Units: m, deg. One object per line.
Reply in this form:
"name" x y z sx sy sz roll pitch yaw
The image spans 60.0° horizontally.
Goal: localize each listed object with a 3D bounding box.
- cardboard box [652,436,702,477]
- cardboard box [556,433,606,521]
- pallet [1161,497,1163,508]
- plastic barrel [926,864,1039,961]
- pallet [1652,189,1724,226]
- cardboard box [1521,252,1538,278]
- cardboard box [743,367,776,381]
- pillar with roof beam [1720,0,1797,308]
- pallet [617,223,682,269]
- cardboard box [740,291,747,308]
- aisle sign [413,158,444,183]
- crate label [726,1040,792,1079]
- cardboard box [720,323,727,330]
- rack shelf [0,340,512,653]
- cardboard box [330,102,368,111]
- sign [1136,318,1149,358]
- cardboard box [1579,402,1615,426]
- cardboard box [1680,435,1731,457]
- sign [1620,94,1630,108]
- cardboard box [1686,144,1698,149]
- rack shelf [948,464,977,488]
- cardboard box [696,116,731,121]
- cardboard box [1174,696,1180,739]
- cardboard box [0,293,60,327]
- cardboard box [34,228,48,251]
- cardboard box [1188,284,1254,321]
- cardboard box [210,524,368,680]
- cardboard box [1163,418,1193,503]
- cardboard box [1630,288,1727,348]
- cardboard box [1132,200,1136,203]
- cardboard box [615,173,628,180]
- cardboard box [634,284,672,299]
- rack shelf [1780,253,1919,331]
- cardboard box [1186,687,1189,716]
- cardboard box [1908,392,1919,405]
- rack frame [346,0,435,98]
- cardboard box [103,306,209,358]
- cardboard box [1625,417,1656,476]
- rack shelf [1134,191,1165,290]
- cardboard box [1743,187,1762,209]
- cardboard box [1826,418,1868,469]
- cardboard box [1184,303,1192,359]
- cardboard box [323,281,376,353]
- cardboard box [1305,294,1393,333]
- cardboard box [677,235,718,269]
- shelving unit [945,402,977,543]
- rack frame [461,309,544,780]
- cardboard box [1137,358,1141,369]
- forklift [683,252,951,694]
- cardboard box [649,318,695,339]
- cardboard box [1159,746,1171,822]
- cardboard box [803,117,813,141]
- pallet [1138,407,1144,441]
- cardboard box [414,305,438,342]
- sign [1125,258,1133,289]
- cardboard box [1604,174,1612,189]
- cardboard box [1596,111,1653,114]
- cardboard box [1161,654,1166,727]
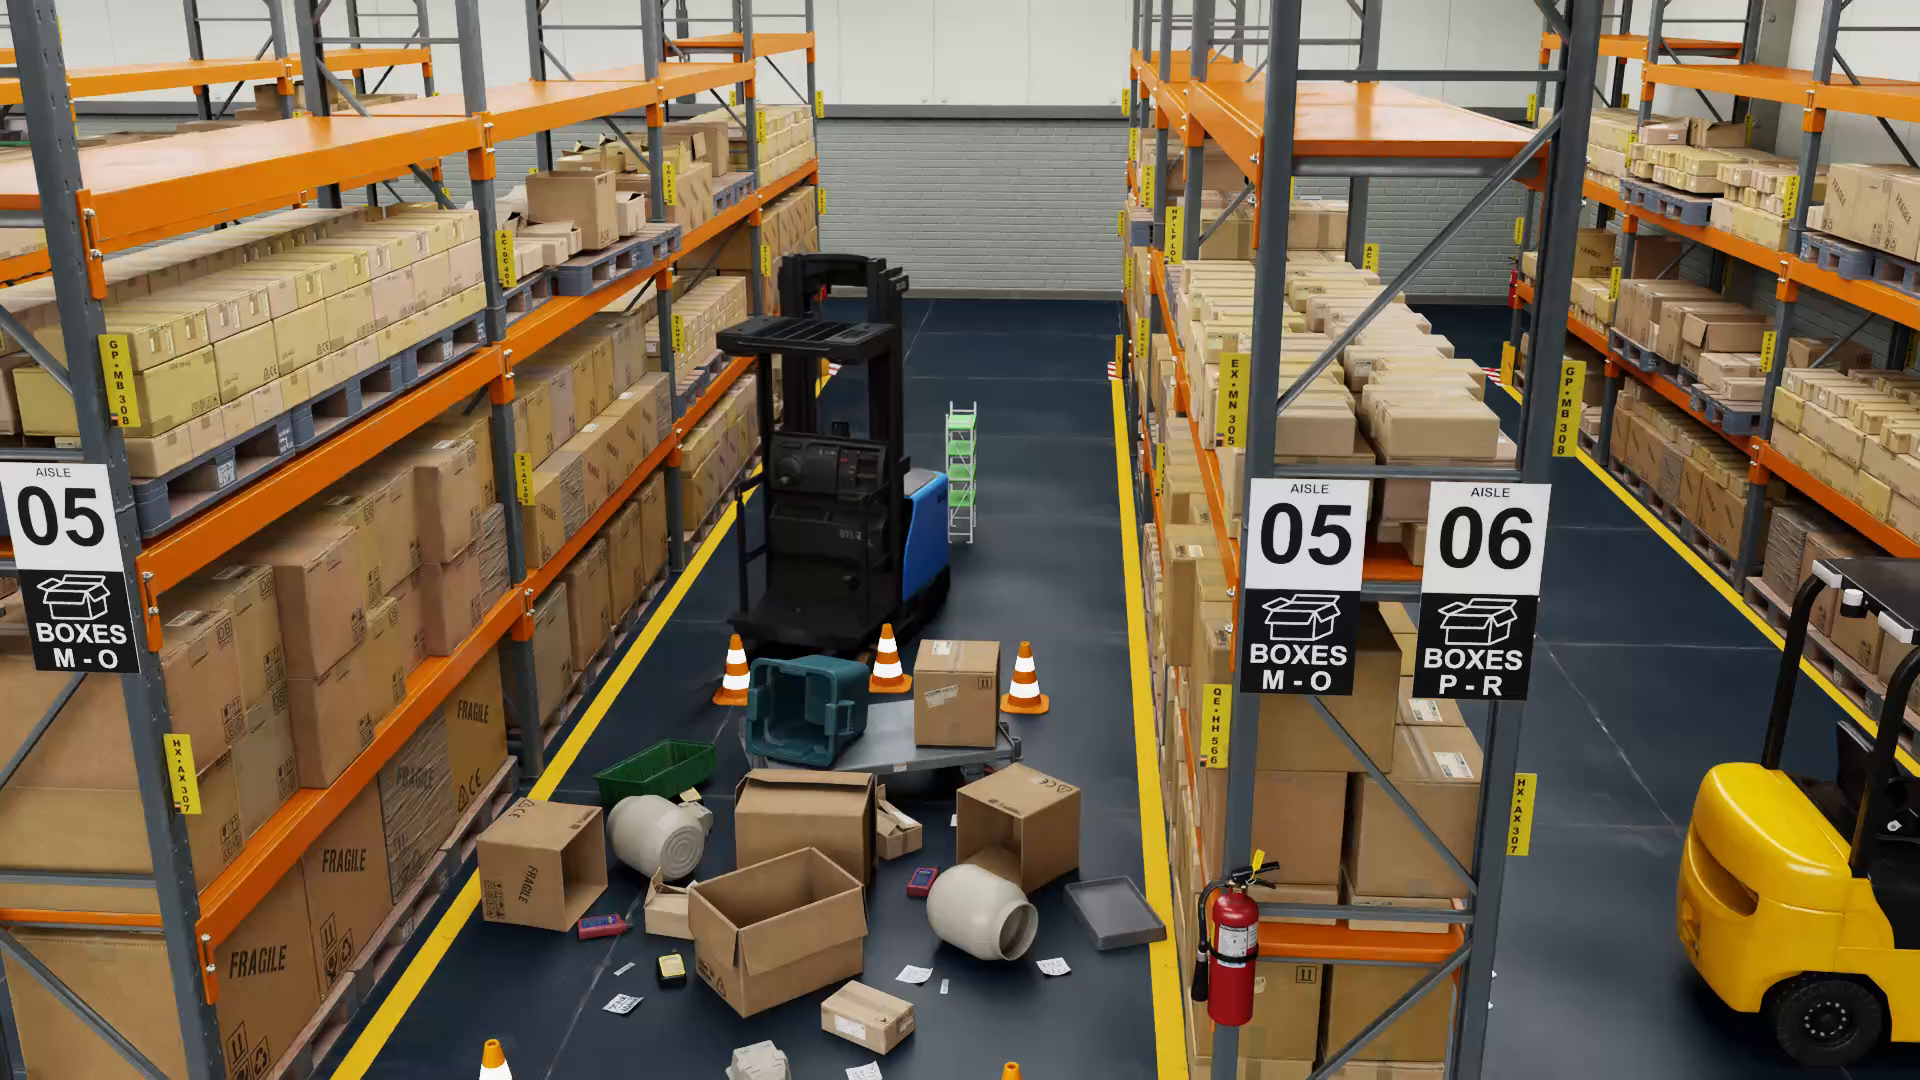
"cardboard box" -2.603 -0.748 14.852 0.500 0.250 0.500 0 18 1
"cardboard box" -2.801 -0.446 11.633 0.500 0.500 0.500 1 18 4
"pallet" 1.949 -0.385 11.917 1.003 0.211 1.213 1 18 4
"plastic barrel" 0.115 1.941 8.645 0.512 0.421 0.421 17 25 41
"pallet" 7.100 -3.038 15.188 1.213 0.211 1.003 1 18 4
"cardboard box" 7.274 -3.402 20.579 0.500 0.250 0.500 1 18 4
"cardboard box" -2.332 -1.889 19.146 0.380 0.149 0.250 1 18 2
"pillar with roof beam" 3.943 -5.368 17.180 9.100 9.000 0.400 1 18 4
"pallet" -2.888 -2.306 12.956 1.213 0.211 1.003 2 18 6
"cardboard box" -2.439 -2.507 17.336 0.380 0.149 0.250 2 18 6
"aisle sign" -6.956 -5.049 21.667 0.394 0.787 0.004 1 18 4
"crate label" -0.916 2.426 7.627 0.250 0.136 0.298 -9 20 -25
"cardboard box" -2.509 -2.044 16.399 0.380 0.149 0.250 1 18 2
"rack shelf" -3.324 -0.391 7.965 1.077 0.370 4.000 1 18 4
"cardboard box" -7.329 -4.846 19.410 0.700 0.500 0.500 2 18 6
"sign" 1.496 -1.654 13.620 0.100 0.325 0.005 1 18 4
"cardboard box" 7.061 -1.416 18.469 0.396 0.266 0.258 2 18 6
"cardboard box" 6.907 -0.873 15.394 0.380 0.149 0.250 0 18 1
"sign" 8.127 -5.295 20.352 0.100 0.325 0.005 1 18 4
"cardboard box" 7.383 -3.824 16.375 0.380 0.149 0.250 1 18 3
"rack shelf" 0.012 -0.561 15.240 0.258 0.148 0.480 1 18 4
"cardboard box" -2.791 -4.700 18.758 0.380 0.149 0.250 1 18 4
"cardboard box" 1.348 0.967 8.977 0.380 0.149 0.250 2 18 6
"cardboard box" -3.744 -0.888 6.613 0.380 0.149 0.250 2 18 5
"cardboard box" -7.624 -2.514 13.530 0.500 0.250 0.500 1 18 4
"cardboard box" 1.352 -1.200 8.401 0.380 0.149 0.250 1 18 4
"cardboard box" -3.280 0.271 7.631 0.875 0.550 0.550 1 18 4
"cardboard box" 1.516 -0.382 9.355 0.700 0.500 0.500 1 18 3
"cardboard box" 6.993 -2.166 16.208 0.700 0.500 0.500 1 18 5
"cardboard box" 2.214 -3.901 19.530 0.380 0.149 0.250 1 18 4
"cardboard box" -3.107 -2.827 14.083 0.500 0.500 0.500 1 18 4
"cardboard box" -3.130 -2.498 16.830 0.380 0.149 0.250 1 18 4
"rack shelf" 6.858 -1.445 11.181 1.077 0.370 4.000 1 18 4
"cardboard box" 1.330 0.836 8.284 0.380 0.149 0.250 1 18 4
"cardboard box" 7.245 -0.992 12.258 0.380 0.149 0.250 1 18 3
"rack frame" -7.261 -6.649 21.090 1.000 3.000 0.127 1 18 4
"cardboard box" -3.108 -0.793 6.324 0.380 0.149 0.250 1 18 4
"cardboard box" 7.001 -0.926 16.598 0.500 0.500 0.500 1 18 3
"rack shelf" 2.194 -2.797 15.307 1.077 0.370 4.000 1 18 4
"cardboard box" 6.843 -2.881 14.008 0.380 0.149 0.250 1 18 4
"cardboard box" 6.633 -0.699 12.004 0.500 0.250 0.500 1 18 3
"cardboard box" 1.431 -1.054 8.597 0.500 0.250 0.500 1 18 3
"cardboard box" -3.070 -1.044 7.729 0.500 0.250 0.500 1 18 4
"cardboard box" 1.899 -1.108 8.119 0.380 0.149 0.250 1 18 3
"cardboard box" -2.844 -3.230 18.045 0.500 0.500 0.500 1 18 2
"shelving unit" 0.012 -0.622 15.220 0.258 1.200 0.503 1 18 4
"rack frame" -3.181 0.071 10.216 1.000 3.000 0.127 1 18 4
"cardboard box" 1.881 -1.733 15.161 0.500 0.250 0.500 1 18 2
"forklift" -1.063 -0.548 12.215 1.130 2.935 3.031 7 19 19
"cardboard box" -2.610 -1.915 15.051 0.380 0.149 0.250 1 18 2
"cardboard box" 1.452 1.434 9.797 0.500 0.250 0.500 0 18 1
"cardboard box" -2.100 -5.099 20.615 0.500 0.250 0.500 1 18 2
"pallet" 2.470 -1.244 18.707 1.003 0.211 1.213 1 18 4
"cardboard box" -2.942 -1.124 8.614 0.380 0.149 0.250 1 18 4
"sign" 1.783 -2.795 17.447 0.100 0.325 0.005 1 18 4
"cardboard box" 7.068 -3.808 17.641 0.380 0.149 0.250 2 18 6
"cardboard box" 7.783 -4.894 19.513 0.500 0.250 0.500 1 18 2
"cardboard box" 1.799 1.036 10.816 0.950 0.372 0.625 2 18 5
